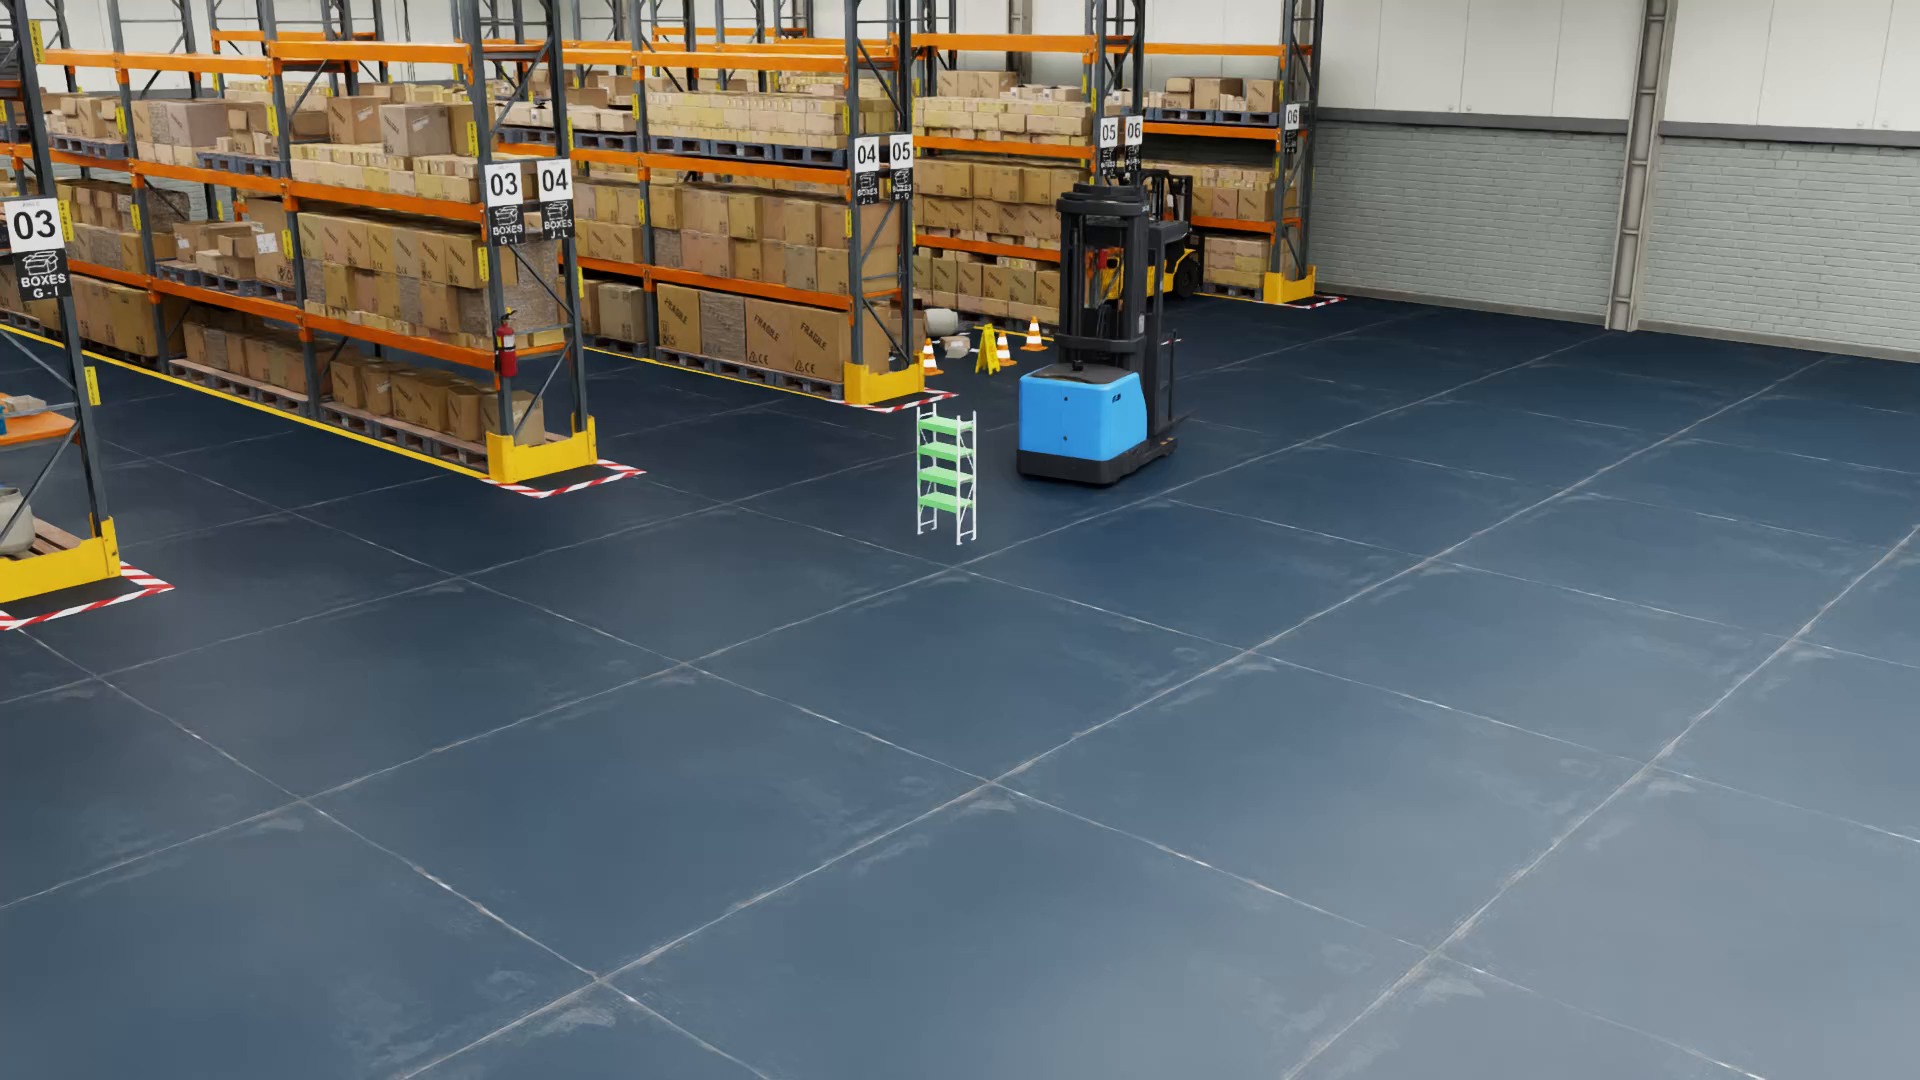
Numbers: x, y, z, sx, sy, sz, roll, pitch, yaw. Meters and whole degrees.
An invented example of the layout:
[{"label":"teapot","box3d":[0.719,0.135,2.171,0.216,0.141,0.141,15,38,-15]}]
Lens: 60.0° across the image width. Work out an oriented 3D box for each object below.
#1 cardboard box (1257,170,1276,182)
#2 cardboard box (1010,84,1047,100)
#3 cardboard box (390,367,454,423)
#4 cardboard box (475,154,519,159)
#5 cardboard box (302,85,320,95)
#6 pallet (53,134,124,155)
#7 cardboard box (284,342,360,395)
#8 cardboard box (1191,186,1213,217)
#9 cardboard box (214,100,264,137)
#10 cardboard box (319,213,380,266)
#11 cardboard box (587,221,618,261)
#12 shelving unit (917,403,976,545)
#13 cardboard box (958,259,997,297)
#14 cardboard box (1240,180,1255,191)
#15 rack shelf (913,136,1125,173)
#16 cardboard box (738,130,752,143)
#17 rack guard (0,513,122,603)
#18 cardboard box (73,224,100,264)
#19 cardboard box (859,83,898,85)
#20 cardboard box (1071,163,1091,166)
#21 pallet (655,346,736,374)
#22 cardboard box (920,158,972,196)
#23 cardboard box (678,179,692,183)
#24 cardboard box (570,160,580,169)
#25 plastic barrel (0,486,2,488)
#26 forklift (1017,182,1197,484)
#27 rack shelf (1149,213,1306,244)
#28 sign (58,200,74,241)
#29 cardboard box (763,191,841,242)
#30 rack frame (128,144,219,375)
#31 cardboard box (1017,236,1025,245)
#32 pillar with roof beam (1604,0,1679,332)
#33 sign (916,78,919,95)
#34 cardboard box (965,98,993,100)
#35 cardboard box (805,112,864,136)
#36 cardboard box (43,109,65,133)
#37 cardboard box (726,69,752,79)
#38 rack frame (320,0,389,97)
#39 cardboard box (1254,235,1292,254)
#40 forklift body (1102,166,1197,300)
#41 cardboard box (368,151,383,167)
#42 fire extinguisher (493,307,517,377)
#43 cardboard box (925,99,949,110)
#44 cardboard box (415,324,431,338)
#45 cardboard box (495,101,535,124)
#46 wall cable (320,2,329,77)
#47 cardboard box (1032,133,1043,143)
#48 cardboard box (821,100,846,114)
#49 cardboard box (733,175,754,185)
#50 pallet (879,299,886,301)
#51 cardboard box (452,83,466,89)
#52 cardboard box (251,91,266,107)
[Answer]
[{"label":"cardboard box","box3d":[5.129,-6.038,27.589,0.250,0.149,0.380,15,23,39]},{"label":"cardboard box","box3d":[1.268,-8.198,30.452,0.500,0.311,0.500,14,22,37]},{"label":"cardboard box","box3d":[-6.102,-1.652,18.935,0.500,0.500,0.500,13,22,34]},{"label":"cardboard box","box3d":[-4.786,-3.902,17.218,0.250,0.149,0.380,15,23,38]},{"label":"cardboard box","box3d":[-10.771,-7.539,27.850,0.250,0.149,0.380,15,23,39]},{"label":"pallet","box3d":[-11.672,-5.437,22.776,1.213,0.211,1.003,16,24,42]},{"label":"cardboard box","box3d":[-7.770,-2.099,20.311,0.500,0.500,0.700,13,22,35]},{"label":"cardboard box","box3d":[4.229,-5.812,28.439,0.500,0.500,0.500,14,23,38]},{"label":"cardboard box","box3d":[-9.043,-5.229,20.817,0.500,0.500,0.500,16,23,40]},{"label":"cardboard box","box3d":[-6.782,-3.371,18.603,0.500,0.500,0.500,15,23,39]},{"label":"cardboard box","box3d":[-4.902,-4.248,23.512,0.500,0.500,0.500,15,23,39]},{"label":"shelving unit","box3d":[-0.124,-0.605,15.173,0.503,1.200,0.258,15,23,39]},{"label":"cardboard box","box3d":[0.310,-4.053,25.674,0.500,0.500,0.500,17,24,42]},{"label":"cardboard box","box3d":[4.881,-5.923,27.718,0.250,0.149,0.380,16,23,40]},{"label":"rack shelf","box3d":[0.749,-5.880,25.050,4.000,0.370,1.077,15,23,39]},{"label":"cardboard box","box3d":[-2.579,-5.106,20.977,0.250,0.149,0.380,15,23,40]},{"label":"rack guard","box3d":[-7.709,0.158,13.927,0.348,0.500,1.175,15,23,39]},{"label":"cardboard box","box3d":[-11.990,-4.154,23.215,0.500,0.500,0.500,16,23,40]},{"label":"cardboard box","box3d":[-1.297,-7.297,27.054,0.500,0.250,0.500,14,23,38]},{"label":"cardboard box","box3d":[2.259,-6.860,30.671,0.250,0.149,0.380,14,22,37]},{"label":"pallet","box3d":[-3.440,-2.555,22.953,1.213,0.211,1.003,15,23,39]},{"label":"cardboard box","box3d":[-0.194,-5.616,25.677,0.500,0.500,0.700,15,23,40]},{"label":"cardboard box","box3d":[-4.655,-6.307,29.585,0.500,0.250,0.500,14,23,38]},{"label":"cardboard box","box3d":[-7.267,-7.358,31.657,0.500,0.500,0.500,15,23,39]},{"label":"plastic barrel","box3d":[-8.538,-0.259,14.526,0.421,0.512,0.421,0,18,0]},{"label":"forklift","box3d":[1.739,-2.361,17.844,1.130,2.935,3.031,9,20,27]},{"label":"rack shelf","box3d":[4.041,-5.574,29.045,4.000,0.370,1.077,15,23,39]},{"label":"sign","box3d":[-7.252,-2.587,13.468,0.005,0.325,0.100,15,23,39]},{"label":"cardboard box","box3d":[-2.018,-4.154,21.347,0.550,0.550,0.875,15,23,39]},{"label":"rack frame","box3d":[-10.316,-3.756,22.126,0.127,3.000,1.000,15,23,39]},{"label":"cardboard box","box3d":[1.072,-4.509,24.914,0.250,0.149,0.380,15,23,40]},{"label":"pillar with roof beam","box3d":[7.245,-6.540,20.981,0.400,9.000,9.100,15,23,39]},{"label":"sign","box3d":[-0.808,-8.676,31.815,0.005,0.325,0.100,15,23,39]},{"label":"cardboard box","box3d":[0.297,-6.741,25.670,0.250,0.149,0.380,16,24,41]},{"label":"cardboard box","box3d":[-1.517,-5.035,20.093,0.500,0.250,0.500,15,23,40]},{"label":"cardboard box","box3d":[-12.547,-5.906,23.395,0.500,0.311,0.500,14,22,37]},{"label":"cardboard box","box3d":[-4.735,-9.914,35.500,0.500,0.250,0.500,16,23,40]},{"label":"rack frame","box3d":[-9.940,-8.520,27.222,0.127,3.000,1.000,15,23,39]},{"label":"cardboard box","box3d":[5.303,-5.021,28.311,0.500,0.250,0.500,15,23,38]},{"label":"forklift body","box3d":[2.908,-5.079,27.698,1.214,2.155,2.313,15,23,39]},{"label":"cardboard box","box3d":[-6.071,-4.069,17.742,0.250,0.149,0.380,16,23,41]},{"label":"fire extinguisher","box3d":[-4.553,-1.986,16.676,0.183,0.674,0.296,15,23,39]},{"label":"cardboard box","box3d":[-0.322,-6.647,25.375,0.250,0.149,0.380,14,22,38]},{"label":"cardboard box","box3d":[-5.629,-2.288,17.915,0.250,0.149,0.380,15,23,39]},{"label":"cardboard box","box3d":[-6.553,-6.298,24.465,0.500,0.311,0.500,15,23,39]},{"label":"wall cable","box3d":[-14.164,-11.542,36.743,0.029,3.000,0.463,15,23,39]},{"label":"cardboard box","box3d":[1.263,-5.880,24.275,0.250,0.149,0.380,15,23,40]},{"label":"cardboard box","box3d":[-1.442,-5.180,19.893,0.250,0.149,0.380,15,23,40]},{"label":"cardboard box","box3d":[-3.556,-6.245,28.618,0.500,0.500,0.500,14,22,38]},{"label":"pallet","box3d":[-1.330,-4.022,27.574,1.213,0.211,1.003,15,23,39]},{"label":"cardboard box","box3d":[-7.671,-6.990,25.926,0.258,0.266,0.396,15,23,39]},{"label":"cardboard box","box3d":[-12.015,-7.705,29.032,0.500,0.250,0.500,15,23,40]}]
